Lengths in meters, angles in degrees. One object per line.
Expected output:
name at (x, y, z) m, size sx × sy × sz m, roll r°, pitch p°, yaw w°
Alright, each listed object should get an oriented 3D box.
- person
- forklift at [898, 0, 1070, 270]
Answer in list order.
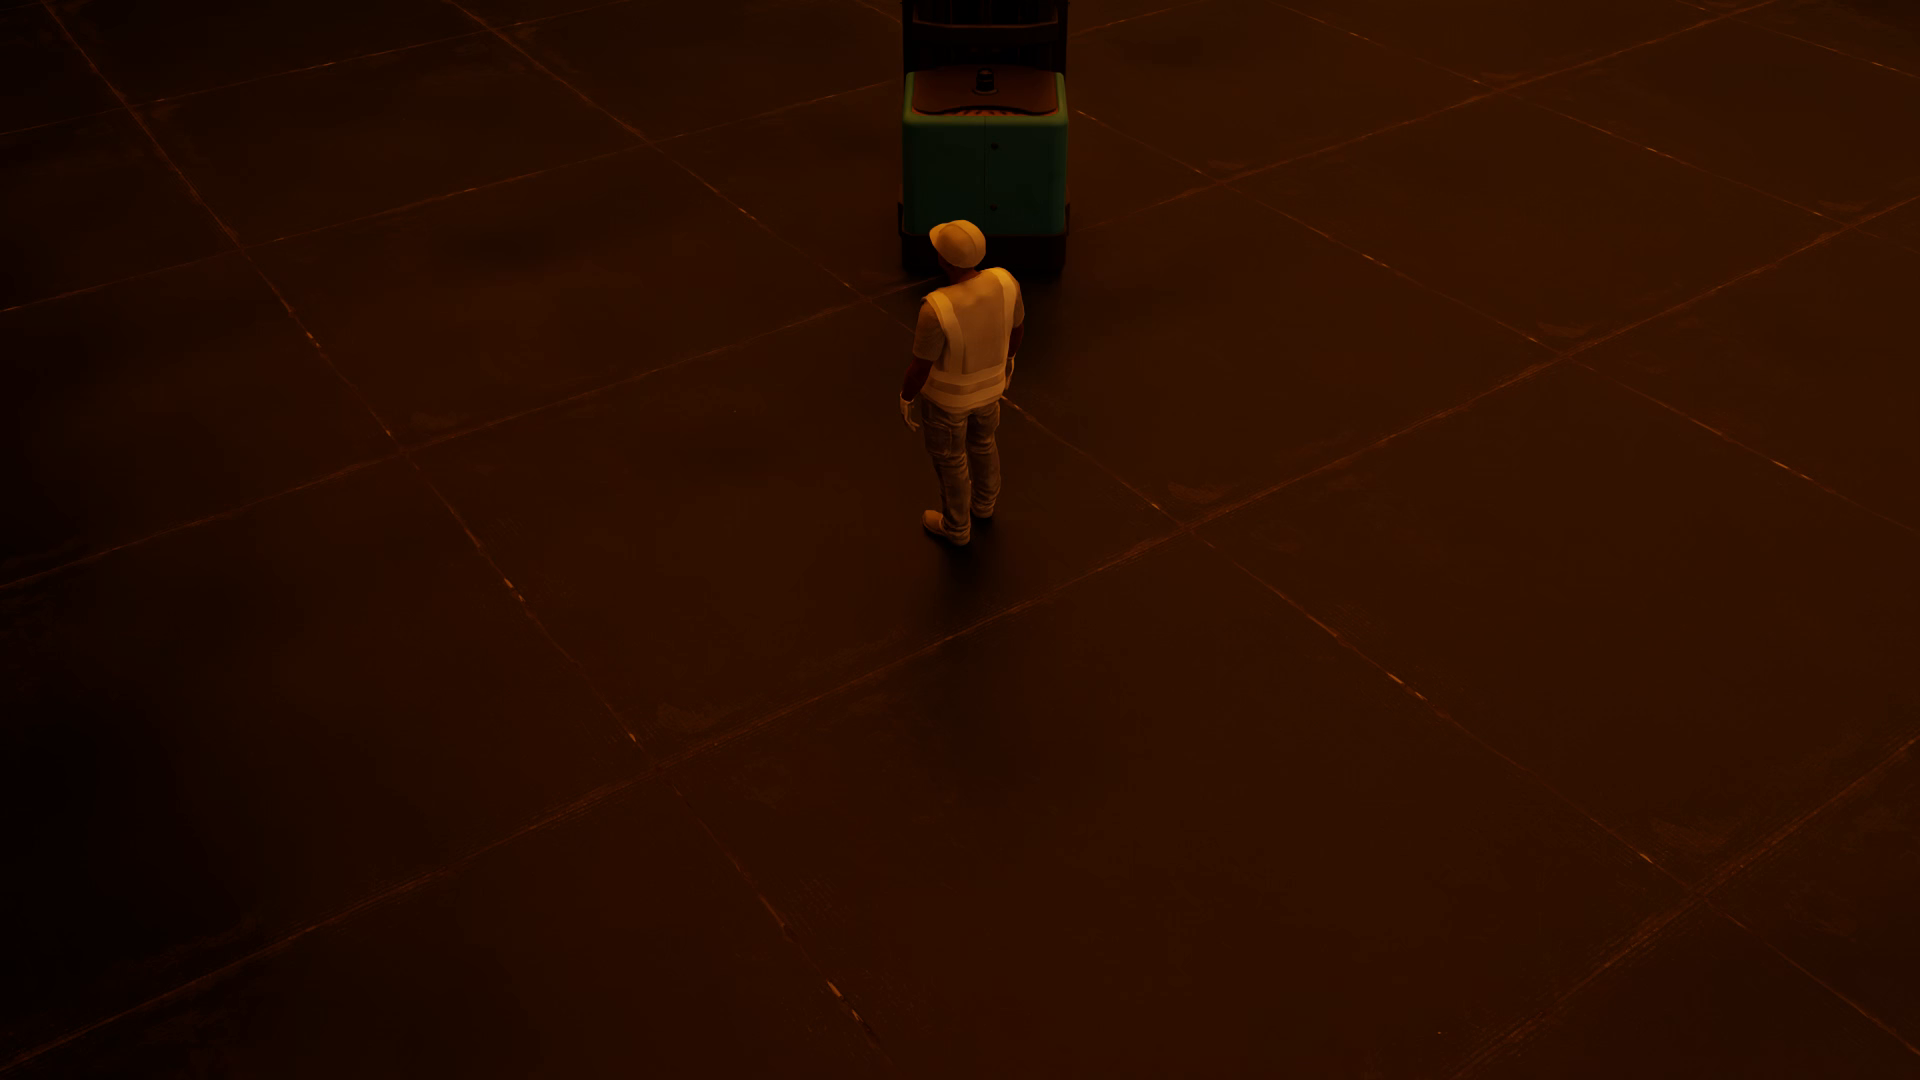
person at (-0.036, -0.760, 7.927) m, size 0.656 × 1.784 × 0.575 m, roll -23°, pitch 42°, yaw -28°
forklift at (0.167, -3.747, 11.013) m, size 1.130 × 2.935 × 3.031 m, roll 0°, pitch 36°, yaw 0°
